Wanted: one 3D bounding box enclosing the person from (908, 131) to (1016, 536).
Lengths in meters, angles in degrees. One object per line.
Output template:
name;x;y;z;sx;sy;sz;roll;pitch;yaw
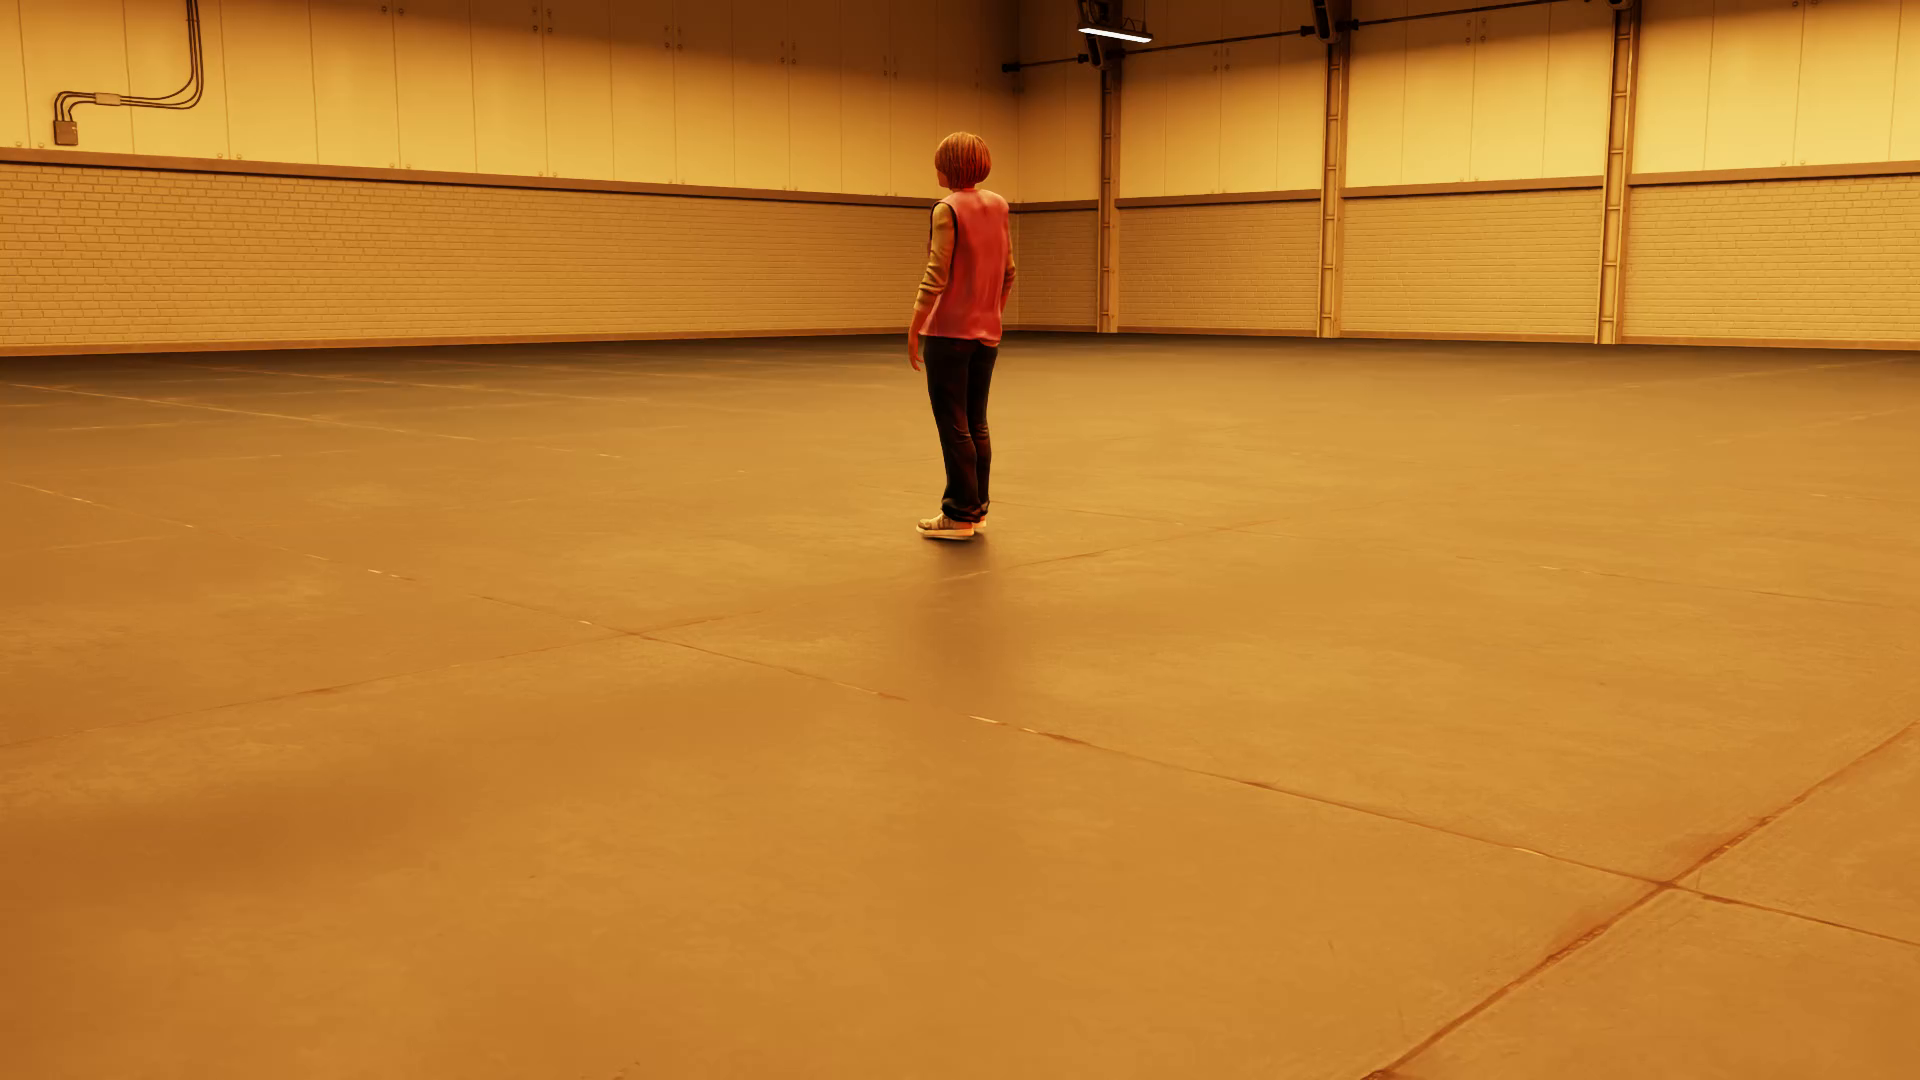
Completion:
person;-0.043;-0.806;6.658;0.476;1.597;0.520;8;12;43
